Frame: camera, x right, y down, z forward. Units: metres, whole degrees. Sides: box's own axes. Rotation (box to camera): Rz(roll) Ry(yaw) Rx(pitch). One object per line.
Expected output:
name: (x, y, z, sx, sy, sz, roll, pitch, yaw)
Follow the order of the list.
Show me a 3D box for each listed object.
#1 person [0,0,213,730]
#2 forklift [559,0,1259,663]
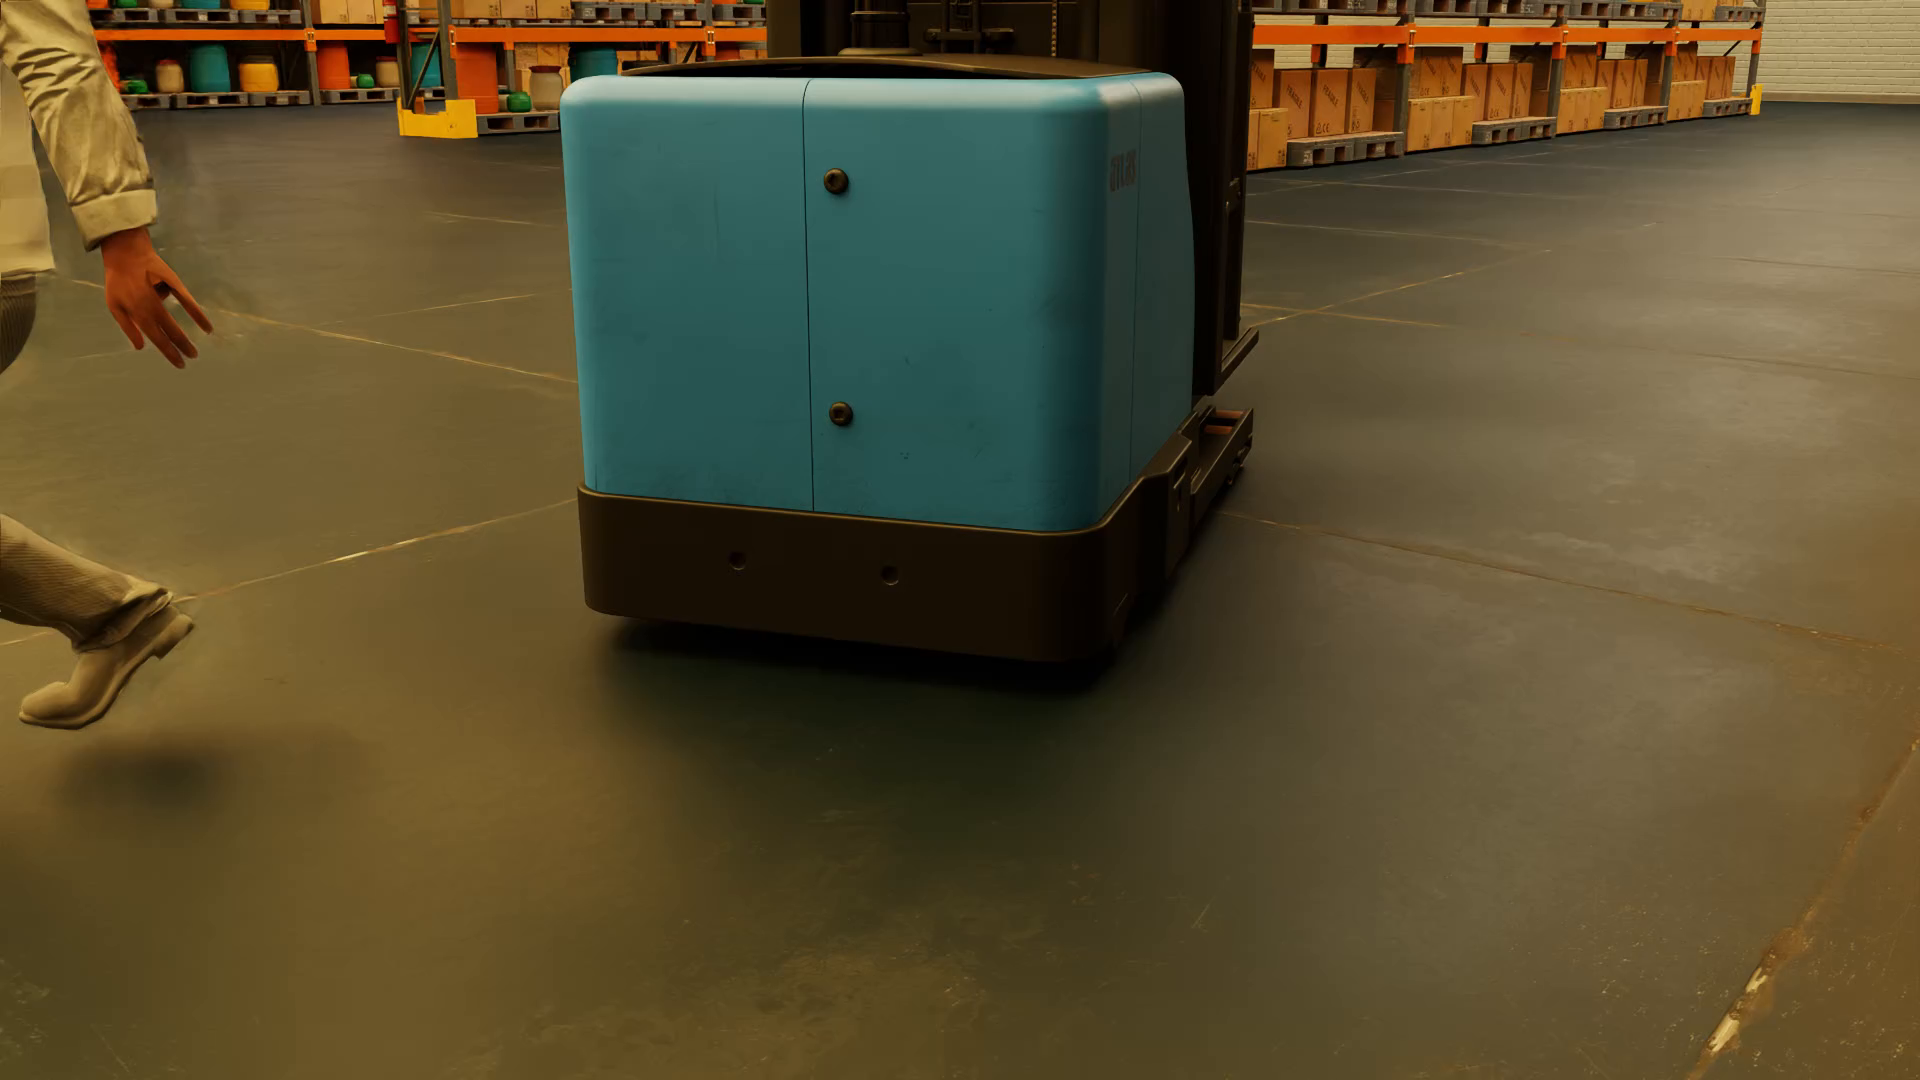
person: (-1.494, -0.401, 2.355, 0.714, 1.702, 0.624, -10, 20, -30)
forklift: (0.182, -1.571, 4.072, 1.130, 2.935, 3.031, 5, 18, 17)
